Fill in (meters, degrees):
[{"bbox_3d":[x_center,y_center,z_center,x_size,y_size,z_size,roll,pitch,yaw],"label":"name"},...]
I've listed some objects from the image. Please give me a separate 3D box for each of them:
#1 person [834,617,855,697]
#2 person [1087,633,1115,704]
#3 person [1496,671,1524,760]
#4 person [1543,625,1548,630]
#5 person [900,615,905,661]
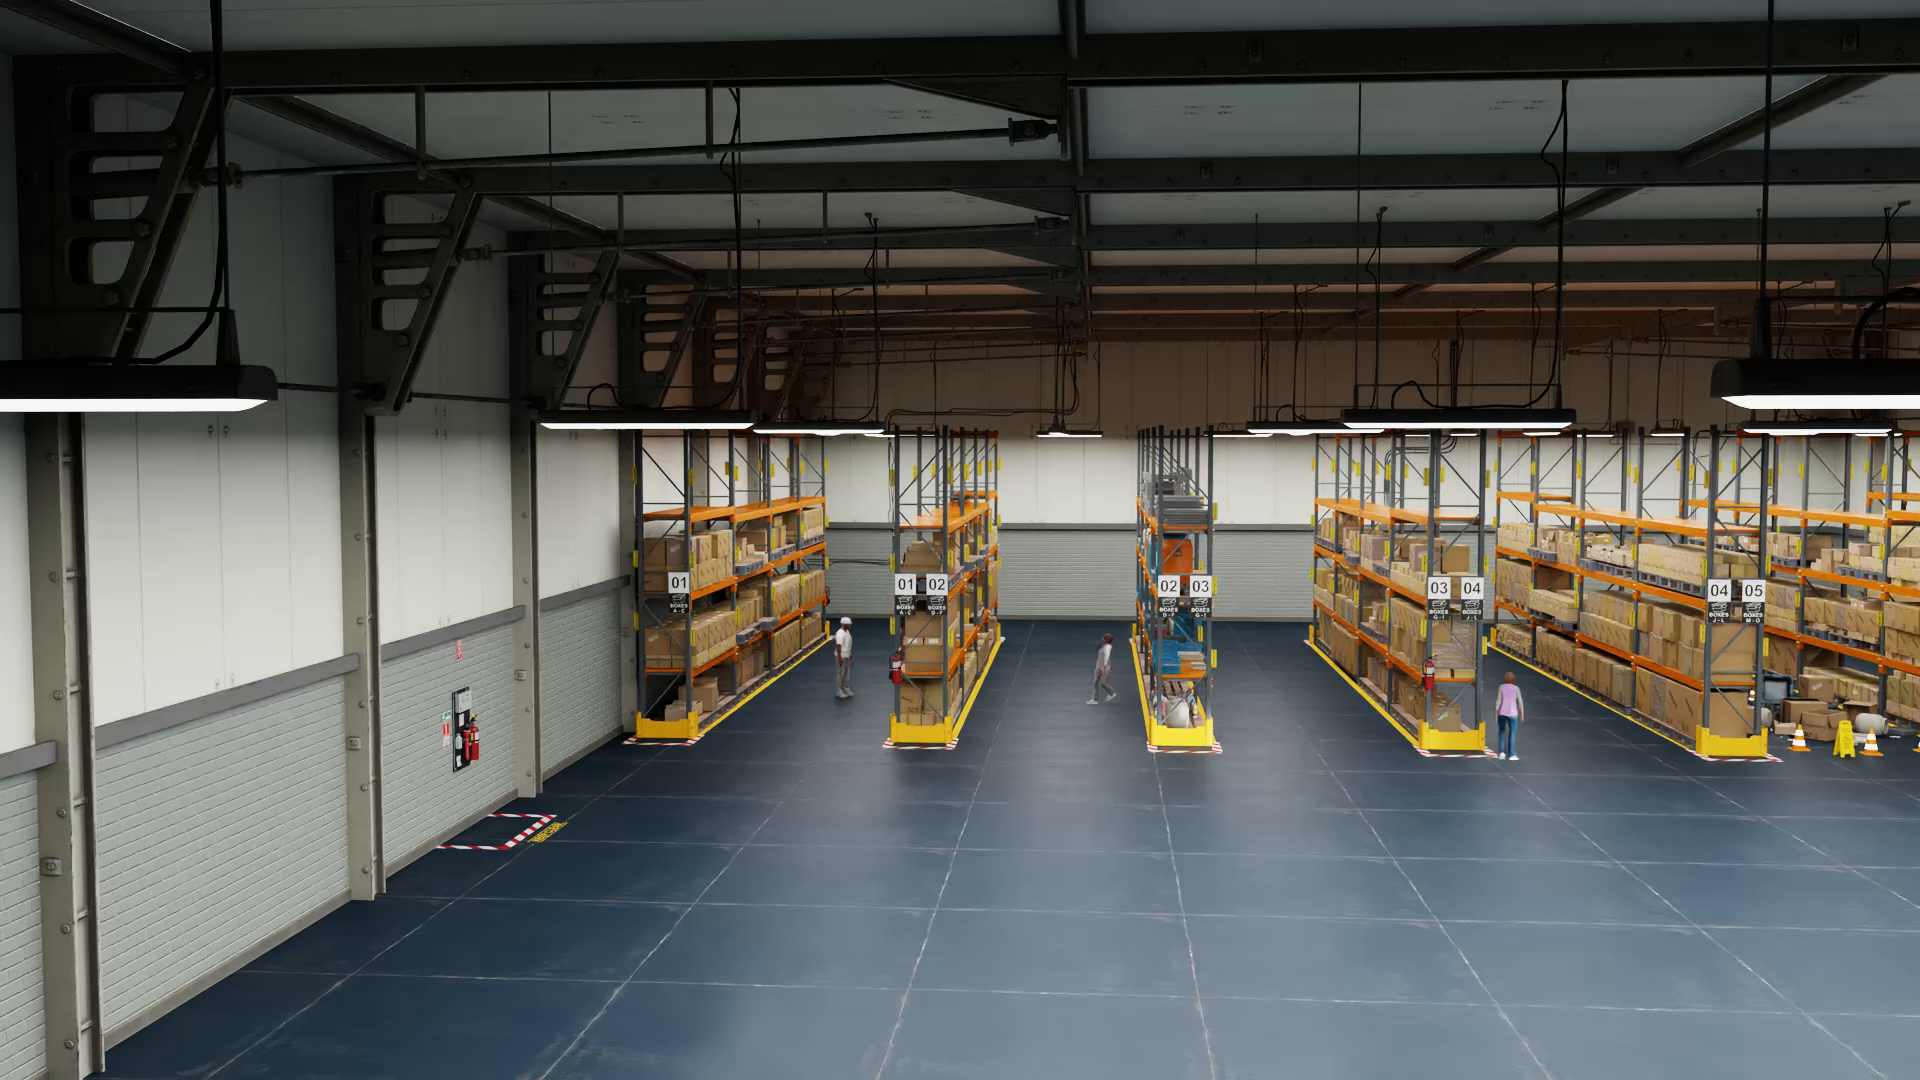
[{"bbox_3d":[-2.581,2.606,37.066,0.417,1.781,0.589,1,4,18],"label":"person"},{"bbox_3d":[3.110,2.781,35.875,0.492,1.535,0.628,3,5,45],"label":"person"},{"bbox_3d":[9.815,3.154,29.695,0.447,1.637,0.356,2,4,35],"label":"person"},{"bbox_3d":[17.486,1.877,49.150,0.794,1.758,0.560,-2,4,-33],"label":"person"},{"bbox_3d":[-1.448,2.287,42.881,0.525,1.739,0.561,1,4,16],"label":"person"}]
